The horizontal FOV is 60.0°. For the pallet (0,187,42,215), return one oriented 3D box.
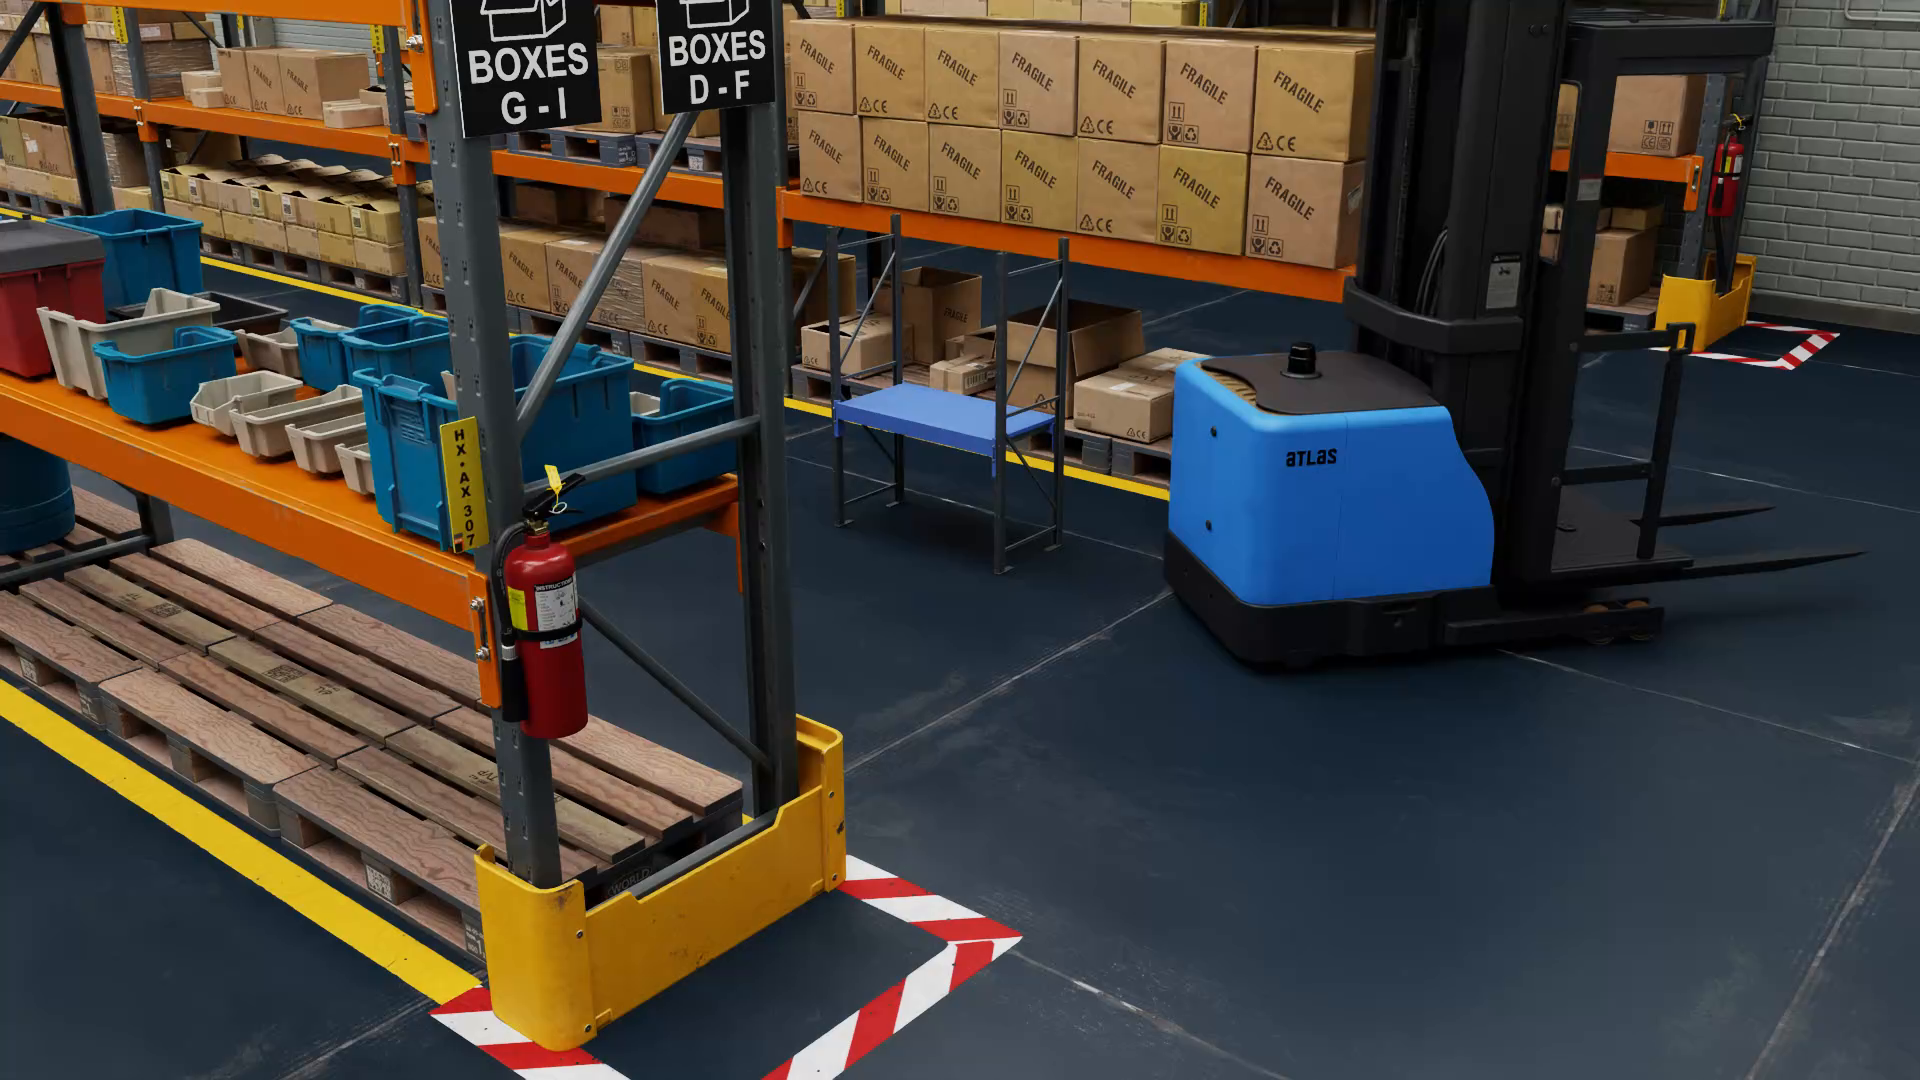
[{"bbox_3d":[-9.507,-3.669,17.597,1.213,0.211,1.003,16,26,36],"label":"pallet"}]

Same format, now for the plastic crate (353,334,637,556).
[{"bbox_3d":[-1.243,-0.278,4.519,0.499,0.435,0.616,16,26,36],"label":"plastic crate"}]

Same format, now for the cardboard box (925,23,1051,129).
[{"bbox_3d":[0.155,-2.558,9.142,0.500,0.500,0.500,15,25,35],"label":"cardboard box"}]

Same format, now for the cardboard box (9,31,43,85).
[{"bbox_3d":[-8.982,-4.843,16.619,0.500,0.500,0.700,16,26,37],"label":"cardboard box"}]

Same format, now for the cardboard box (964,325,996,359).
[{"bbox_3d":[0.372,-1.186,10.250,0.500,0.311,0.500,16,26,36],"label":"cardboard box"}]

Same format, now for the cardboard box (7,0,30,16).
[{"bbox_3d":[-8.930,-5.439,16.359,0.500,0.500,0.700,16,26,36],"label":"cardboard box"}]

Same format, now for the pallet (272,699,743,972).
[{"bbox_3d":[-1.480,0.900,5.481,1.213,0.211,1.003,16,26,36],"label":"pallet"}]

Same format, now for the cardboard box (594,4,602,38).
[{"bbox_3d":[-4.130,-6.047,19.074,0.500,0.500,0.500,15,26,35],"label":"cardboard box"}]

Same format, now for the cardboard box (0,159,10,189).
[{"bbox_3d":[-9.852,-3.862,17.460,0.500,0.250,0.500,16,26,36],"label":"cardboard box"}]

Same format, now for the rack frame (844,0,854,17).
[{"bbox_3d":[-0.799,-4.703,16.388,0.127,3.000,1.000,16,26,36],"label":"rack frame"}]

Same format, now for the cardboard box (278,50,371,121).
[{"bbox_3d":[-5.239,-3.764,13.758,0.500,0.500,0.500,14,25,33],"label":"cardboard box"}]

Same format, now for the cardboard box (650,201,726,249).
[{"bbox_3d":[-1.825,-2.240,11.714,0.500,0.250,0.500,16,26,36],"label":"cardboard box"}]

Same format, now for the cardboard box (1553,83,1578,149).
[{"bbox_3d":[4.426,-3.329,12.319,0.700,0.700,0.980,16,26,36],"label":"cardboard box"}]

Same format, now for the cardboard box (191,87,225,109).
[{"bbox_3d":[-6.470,-3.869,14.533,0.250,0.149,0.380,16,26,36],"label":"cardboard box"}]

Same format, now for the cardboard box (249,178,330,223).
[{"bbox_3d":[-5.673,-2.910,14.140,0.500,0.311,0.500,17,26,38],"label":"cardboard box"}]

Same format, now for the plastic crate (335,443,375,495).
[{"bbox_3d":[-1.612,-0.247,4.860,0.243,0.136,0.396,16,26,36],"label":"plastic crate"}]

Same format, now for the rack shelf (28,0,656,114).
[{"bbox_3d":[-2.415,-1.723,5.254,4.000,0.370,1.077,16,26,36],"label":"rack shelf"}]

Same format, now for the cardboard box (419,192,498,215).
[{"bbox_3d":[-4.149,-2.717,13.629,0.500,0.311,0.500,17,27,38],"label":"cardboard box"}]

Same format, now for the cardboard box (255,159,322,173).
[{"bbox_3d":[-6.125,-3.286,15.138,0.500,0.311,0.500,17,26,38],"label":"cardboard box"}]

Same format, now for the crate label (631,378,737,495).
[{"bbox_3d":[-0.849,-0.305,4.877,0.303,0.233,0.416,16,26,36],"label":"crate label"}]

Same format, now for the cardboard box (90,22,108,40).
[{"bbox_3d":[-7.768,-4.706,15.335,0.250,0.149,0.380,15,25,35],"label":"cardboard box"}]

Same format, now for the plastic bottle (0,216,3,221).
[{"bbox_3d":[-4.438,-1.364,7.717,0.097,0.271,0.097,0,21,0],"label":"plastic bottle"}]

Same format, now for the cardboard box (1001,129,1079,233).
[{"bbox_3d":[0.573,-1.975,9.013,0.500,0.500,0.500,16,26,36],"label":"cardboard box"}]

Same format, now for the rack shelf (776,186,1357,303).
[{"bbox_3d":[0.720,-1.673,9.372,4.000,0.370,1.077,16,26,36],"label":"rack shelf"}]

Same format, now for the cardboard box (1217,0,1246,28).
[{"bbox_3d":[2.108,-4.530,14.276,0.500,0.250,0.500,17,27,38],"label":"cardboard box"}]

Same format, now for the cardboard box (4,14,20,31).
[{"bbox_3d":[-9.158,-5.107,16.398,0.250,0.149,0.380,15,25,35],"label":"cardboard box"}]

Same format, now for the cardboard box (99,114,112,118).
[{"bbox_3d":[-8.739,-4.136,17.124,0.500,0.500,0.500,16,26,36],"label":"cardboard box"}]

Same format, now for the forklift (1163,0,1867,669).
[{"bbox_3d":[2.490,-1.106,6.948,3.031,2.935,1.130,-5,21,-12],"label":"forklift"}]

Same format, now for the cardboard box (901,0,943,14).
[{"bbox_3d":[-0.194,-4.957,15.409,0.500,0.250,0.500,16,26,36],"label":"cardboard box"}]

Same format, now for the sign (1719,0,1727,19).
[{"bbox_3d":[5.045,-3.425,11.023,0.005,0.325,0.100,16,26,36],"label":"sign"}]

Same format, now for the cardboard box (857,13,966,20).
[{"bbox_3d":[-0.274,-2.928,10.122,0.500,0.500,0.500,16,26,37],"label":"cardboard box"}]

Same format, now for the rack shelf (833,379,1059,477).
[{"bbox_3d":[-0.066,-0.552,8.017,1.000,0.185,0.538,16,26,36],"label":"rack shelf"}]

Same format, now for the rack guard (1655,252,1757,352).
[{"bbox_3d":[5.417,-1.743,12.082,0.348,0.500,1.175,16,26,36],"label":"rack guard"}]

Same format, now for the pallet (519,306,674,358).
[{"bbox_3d":[-2.433,-1.594,12.095,1.213,0.211,1.003,16,26,36],"label":"pallet"}]

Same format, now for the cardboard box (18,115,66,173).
[{"bbox_3d":[-9.068,-3.994,16.747,0.500,0.500,0.500,16,26,36],"label":"cardboard box"}]

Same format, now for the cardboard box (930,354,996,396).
[{"bbox_3d":[0.035,-0.992,9.941,0.250,0.166,0.380,16,26,36],"label":"cardboard box"}]

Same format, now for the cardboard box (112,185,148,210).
[{"bbox_3d":[-7.906,-3.308,15.991,0.500,0.250,0.500,16,26,36],"label":"cardboard box"}]

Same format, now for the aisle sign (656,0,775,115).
[{"bbox_3d":[-0.622,-1.491,4.187,0.004,0.787,0.394,16,26,36],"label":"aisle sign"}]

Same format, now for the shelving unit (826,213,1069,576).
[{"bbox_3d":[-0.066,-0.721,7.954,1.048,1.500,0.538,16,26,36],"label":"shelving unit"}]

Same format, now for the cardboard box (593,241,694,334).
[{"bbox_3d":[-2.159,-1.748,11.471,0.500,0.500,0.500,16,26,37],"label":"cardboard box"}]

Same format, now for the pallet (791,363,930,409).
[{"bbox_3d":[-0.298,-0.997,10.513,1.213,0.211,1.003,16,26,36],"label":"pallet"}]

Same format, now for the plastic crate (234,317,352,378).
[{"bbox_3d":[-2.425,-0.700,6.063,0.466,0.136,0.293,16,26,36],"label":"plastic crate"}]

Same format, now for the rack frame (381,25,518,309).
[{"bbox_3d":[-3.929,-3.348,12.795,0.127,3.000,1.000,16,26,36],"label":"rack frame"}]

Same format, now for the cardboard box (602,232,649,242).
[{"bbox_3d":[-2.244,-2.009,12.162,0.500,0.500,0.500,15,25,34],"label":"cardboard box"}]

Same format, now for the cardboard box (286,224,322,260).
[{"bbox_3d":[-5.280,-2.535,13.942,0.500,0.250,0.500,17,26,37],"label":"cardboard box"}]

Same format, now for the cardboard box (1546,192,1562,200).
[{"bbox_3d":[4.430,-2.573,12.767,0.250,0.149,0.380,16,26,37],"label":"cardboard box"}]

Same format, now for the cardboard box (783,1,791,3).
[{"bbox_3d":[-2.149,-5.329,17.284,0.500,0.500,0.700,16,26,36],"label":"cardboard box"}]

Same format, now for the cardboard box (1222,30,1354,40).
[{"bbox_3d":[1.682,-2.363,8.625,0.500,0.500,0.500,16,26,37],"label":"cardboard box"}]
